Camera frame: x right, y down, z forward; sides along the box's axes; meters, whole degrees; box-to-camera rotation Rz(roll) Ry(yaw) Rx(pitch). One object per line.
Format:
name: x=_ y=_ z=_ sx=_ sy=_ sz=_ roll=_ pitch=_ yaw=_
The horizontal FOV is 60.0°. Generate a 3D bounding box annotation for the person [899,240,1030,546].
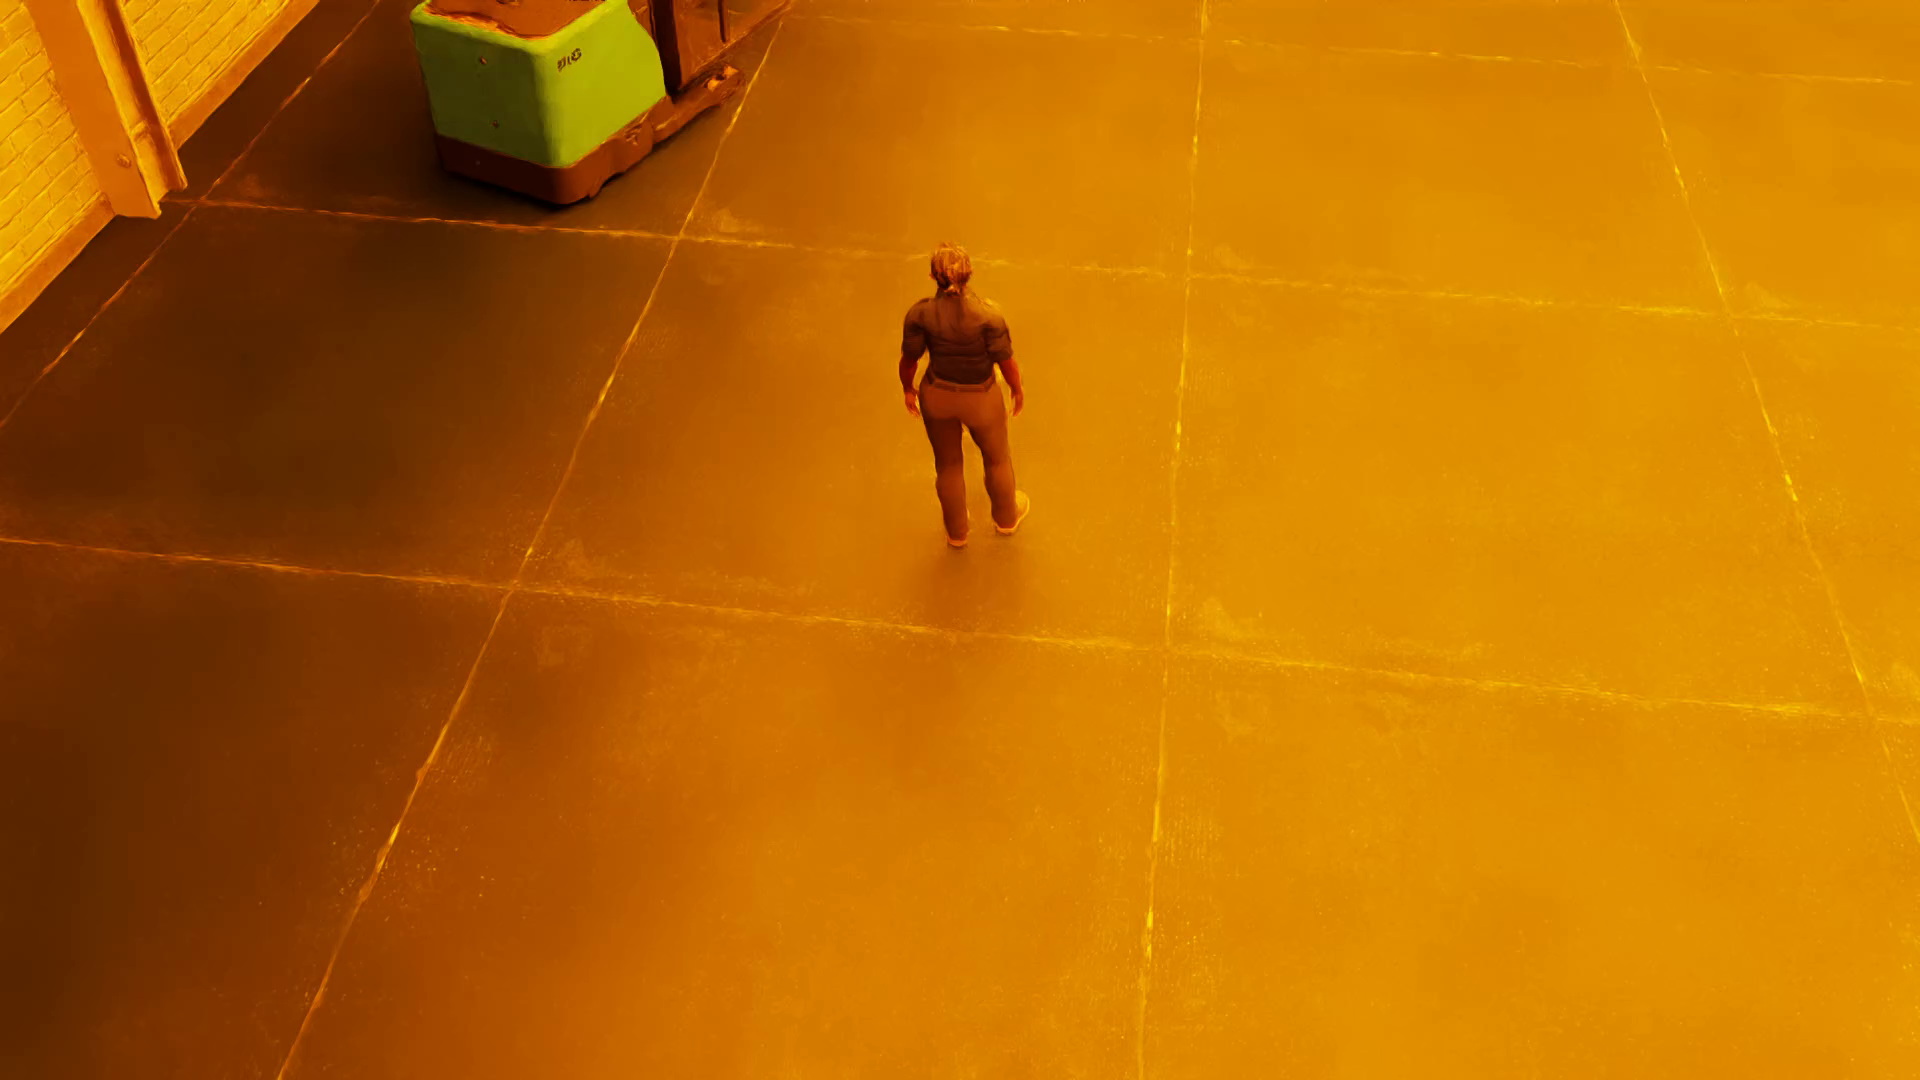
person: x=0.031 y=-0.671 z=7.389 sx=0.570 sy=1.654 sz=0.503 roll=5 pitch=43 yaw=6

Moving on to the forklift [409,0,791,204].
forklift: x=-2.097 y=-4.091 z=10.177 sx=1.130 sy=2.935 sz=3.031 roll=19 pitch=46 yaw=20
